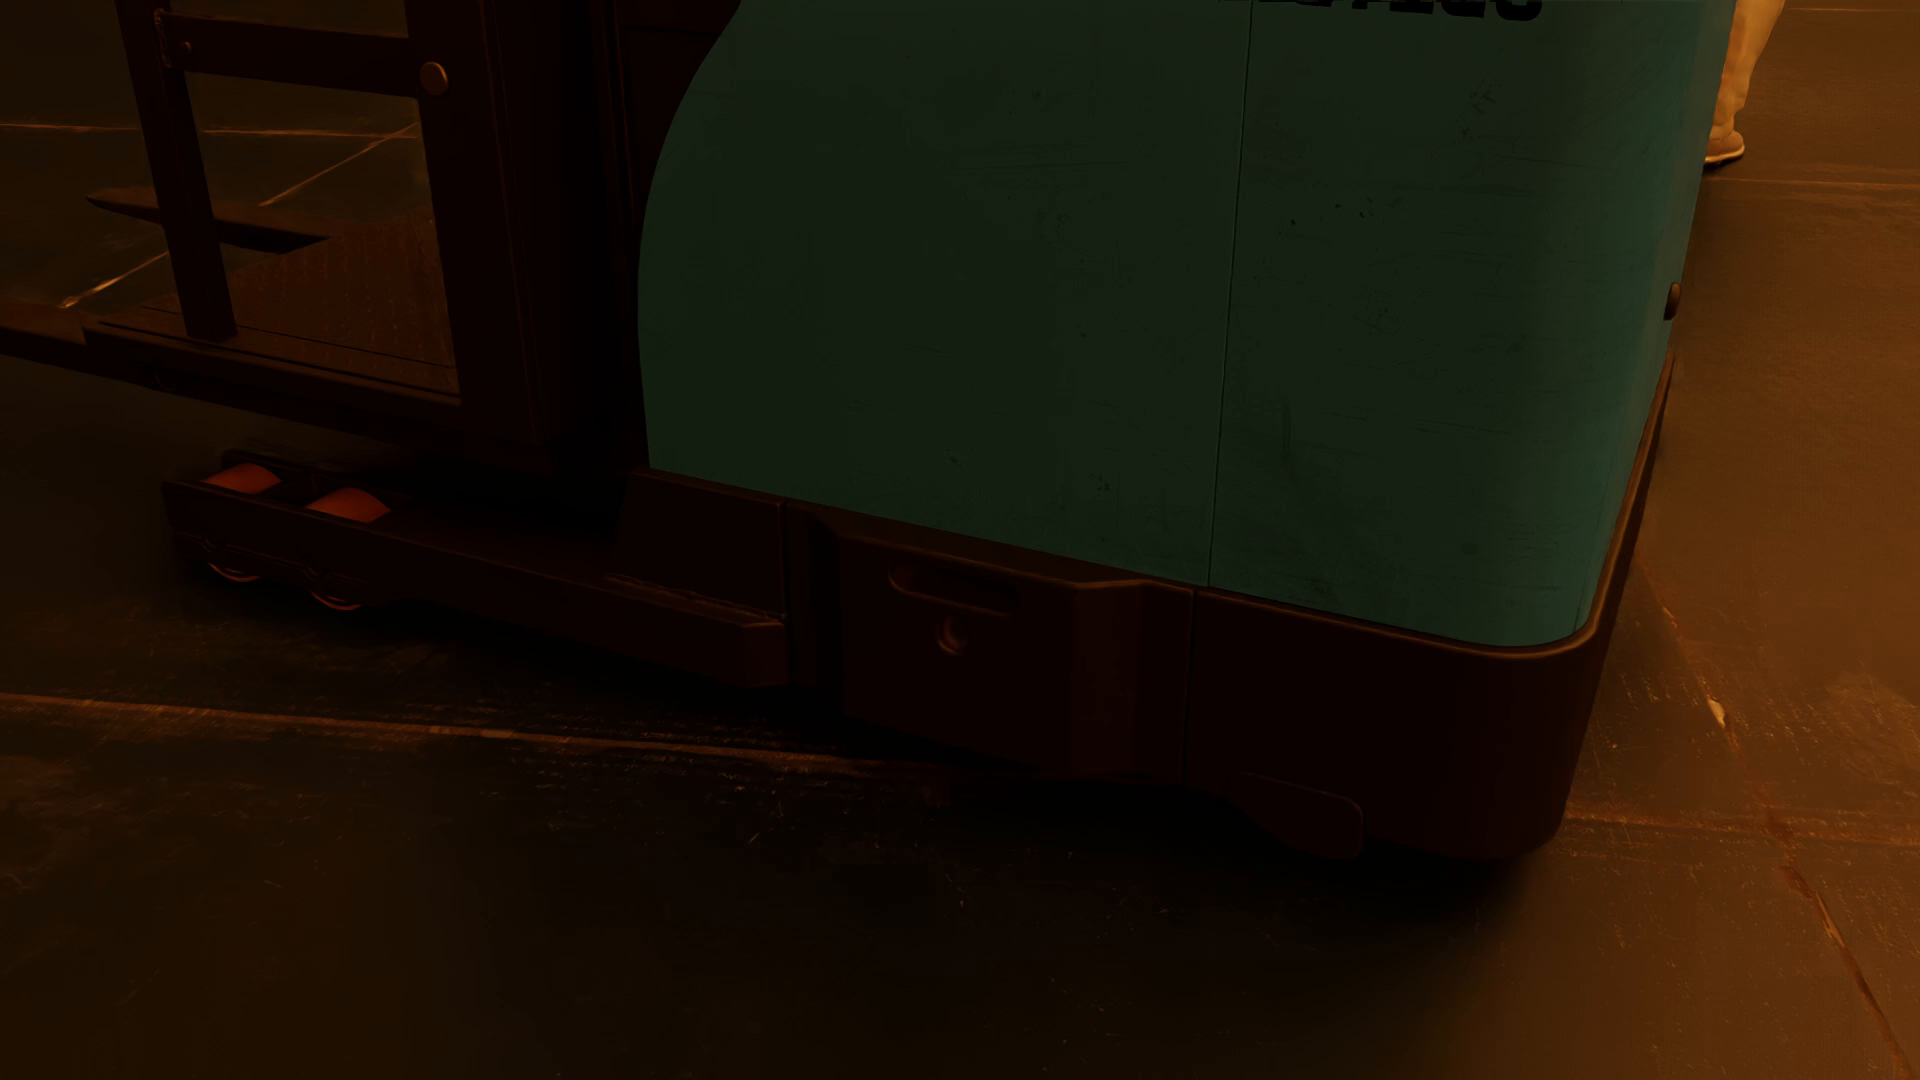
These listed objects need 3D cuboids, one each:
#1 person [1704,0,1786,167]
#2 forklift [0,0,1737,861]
[{"bbox_3d":[2.053,-1.867,4.340,0.650,1.771,0.496,21,33,35],"label":"person"},{"bbox_3d":[-0.554,-1.411,2.046,3.031,2.935,1.130,12,29,23],"label":"forklift"}]
